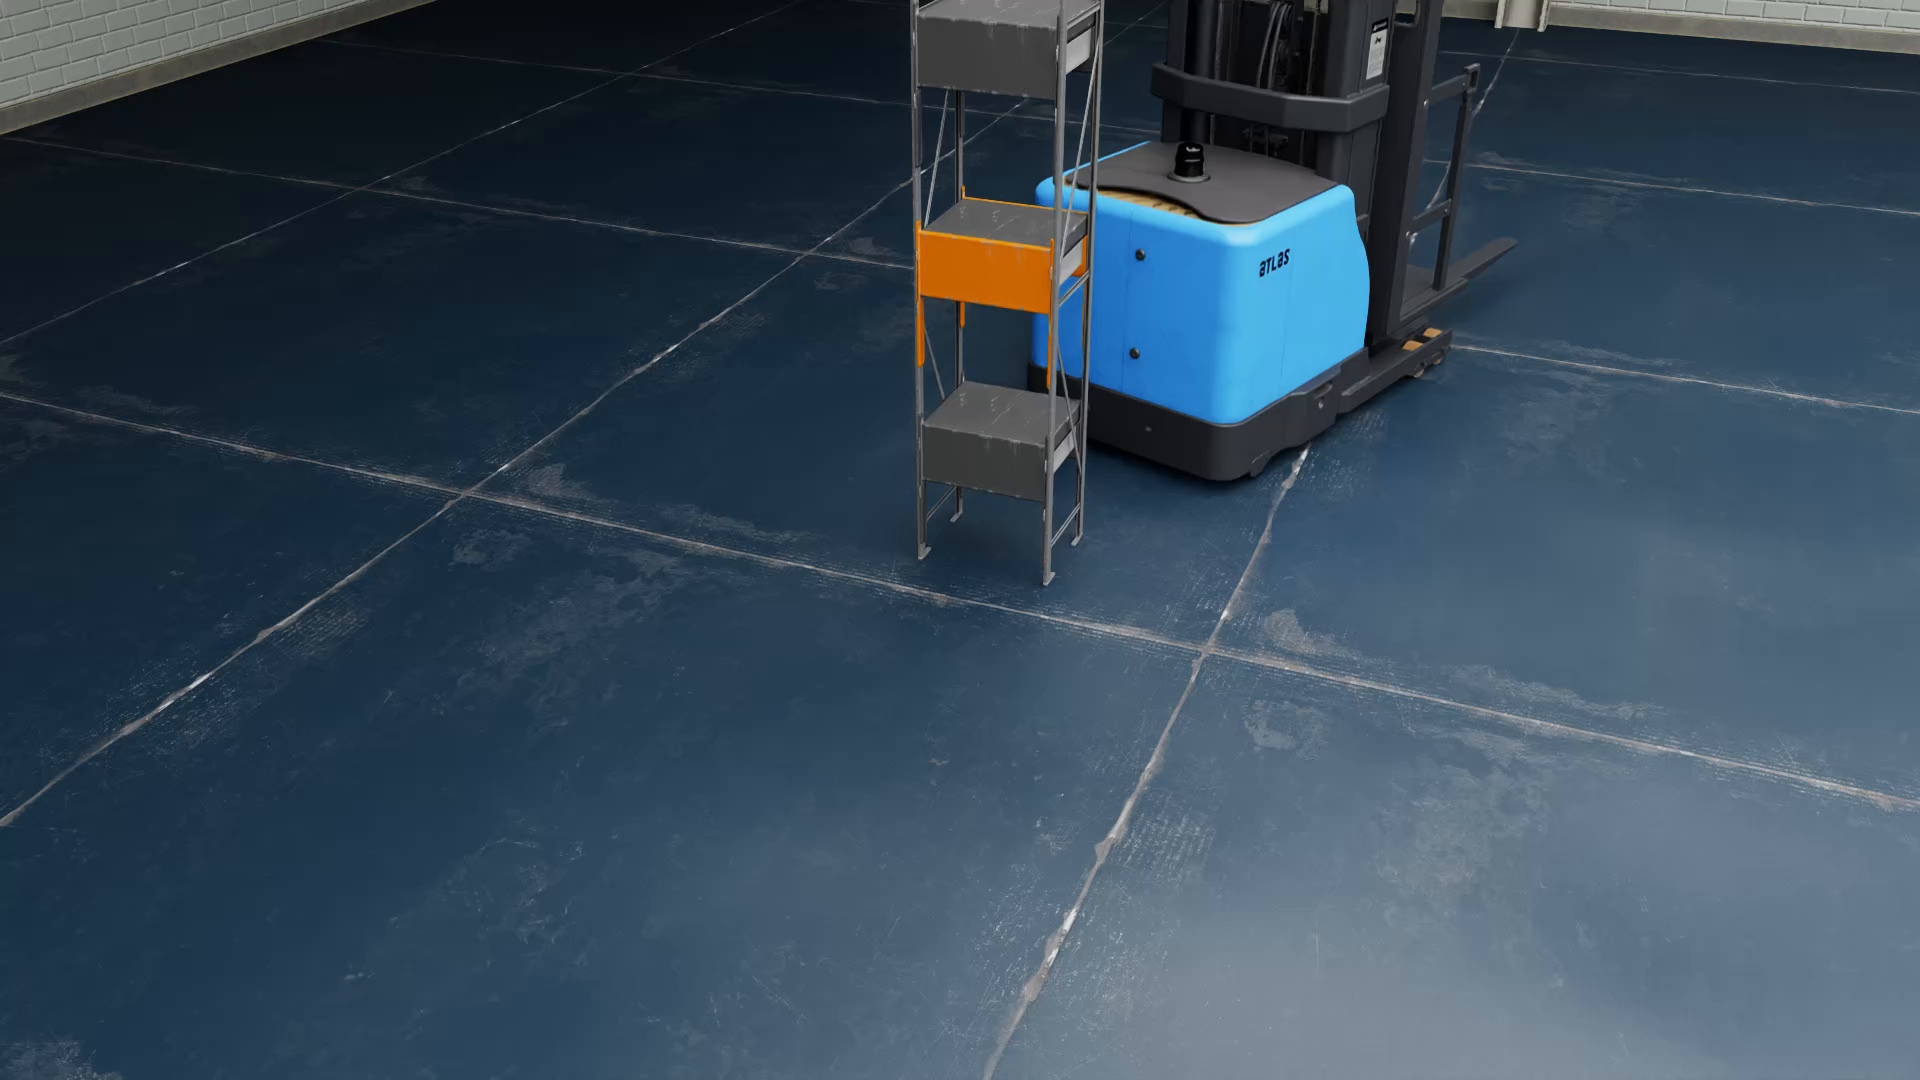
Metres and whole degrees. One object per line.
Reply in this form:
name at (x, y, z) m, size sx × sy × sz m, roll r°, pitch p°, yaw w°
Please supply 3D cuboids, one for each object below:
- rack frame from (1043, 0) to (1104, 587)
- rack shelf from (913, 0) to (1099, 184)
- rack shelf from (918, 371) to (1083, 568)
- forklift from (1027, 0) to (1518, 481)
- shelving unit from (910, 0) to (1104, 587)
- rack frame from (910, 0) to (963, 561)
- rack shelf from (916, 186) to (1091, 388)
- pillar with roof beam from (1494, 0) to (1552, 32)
rack frame at (0.379, -0.838, 5.599) m, size 0.015 × 2.100 × 0.400 m, roll 11°, pitch 31°, yaw 19°
rack shelf at (0.153, -1.481, 5.341) m, size 0.480 × 0.518 × 0.431 m, roll 11°, pitch 31°, yaw 19°
rack shelf at (0.153, -0.262, 6.030) m, size 0.480 × 0.518 × 0.431 m, roll 11°, pitch 31°, yaw 19°
forklift at (1.620, -2.157, 7.087) m, size 1.130 × 2.935 × 3.031 m, roll 23°, pitch 37°, yaw 34°
shelving unit at (0.153, -0.883, 5.679) m, size 0.503 × 2.100 × 0.431 m, roll 11°, pitch 31°, yaw 19°
rack frame at (-0.073, -0.929, 5.759) m, size 0.015 × 2.100 × 0.400 m, roll 11°, pitch 31°, yaw 19°
rack shelf at (0.153, -0.872, 5.686) m, size 0.480 × 0.518 × 0.431 m, roll 11°, pitch 31°, yaw 19°
pillar with roof beam at (3.038, -6.224, 8.117) m, size 0.400 × 9.000 × 9.100 m, roll 11°, pitch 31°, yaw 19°
